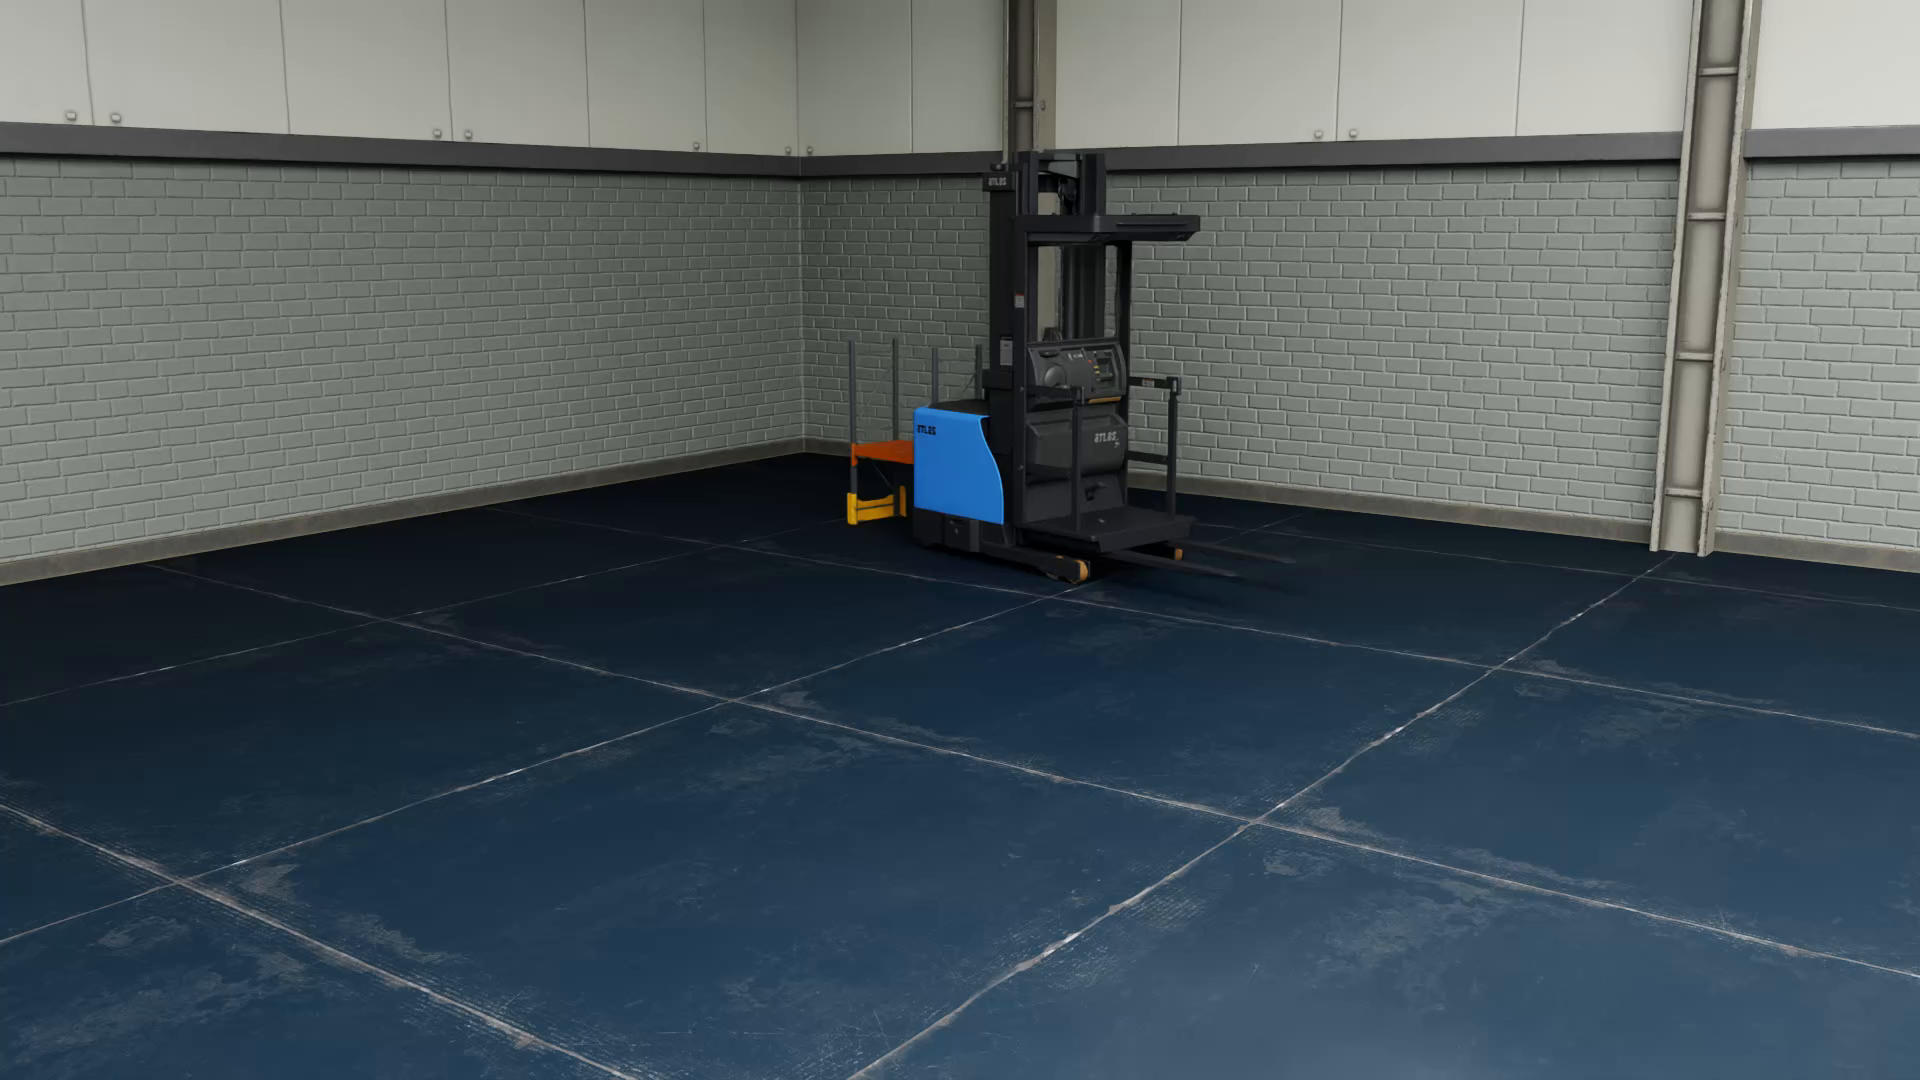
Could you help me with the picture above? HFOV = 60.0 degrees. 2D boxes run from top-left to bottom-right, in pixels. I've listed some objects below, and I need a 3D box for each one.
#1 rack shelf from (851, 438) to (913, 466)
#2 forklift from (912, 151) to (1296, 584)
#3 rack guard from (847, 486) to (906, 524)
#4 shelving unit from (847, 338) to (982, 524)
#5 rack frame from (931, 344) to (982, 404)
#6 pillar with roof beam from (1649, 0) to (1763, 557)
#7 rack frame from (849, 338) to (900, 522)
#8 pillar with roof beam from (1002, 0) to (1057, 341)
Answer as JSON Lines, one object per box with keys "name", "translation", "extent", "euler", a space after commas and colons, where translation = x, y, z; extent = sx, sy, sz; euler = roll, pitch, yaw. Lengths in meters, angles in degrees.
{"name": "rack shelf", "translation": [-0.366, -0.664, 13.462], "extent": [0.538, 0.185, 1.000], "euler": [-10, 15, -41]}
{"name": "forklift", "translation": [0.987, -1.246, 11.756], "extent": [1.130, 2.935, 3.031], "euler": [-10, 15, -41]}
{"name": "rack guard", "translation": [-0.694, -0.296, 13.902], "extent": [0.587, 0.250, 0.087], "euler": [-10, 15, -41]}
{"name": "shelving unit", "translation": [-0.360, -0.840, 13.422], "extent": [0.587, 1.500, 1.083], "euler": [-10, 15, -41]}
{"name": "rack frame", "translation": [-0.025, -0.769, 13.058], "extent": [0.500, 1.500, 0.032], "euler": [-10, 15, -41]}
{"name": "pillar with roof beam", "translation": [2.932, -3.681, 8.365], "extent": [0.400, 9.000, 9.100], "euler": [8, 13, 36]}
{"name": "rack frame", "translation": [-0.707, -0.913, 13.798], "extent": [0.500, 1.500, 0.032], "euler": [-10, 15, -41]}
{"name": "pillar with roof beam", "translation": [-1.904, -4.356, 11.852], "extent": [0.400, 9.000, 9.100], "euler": [8, 13, 36]}
